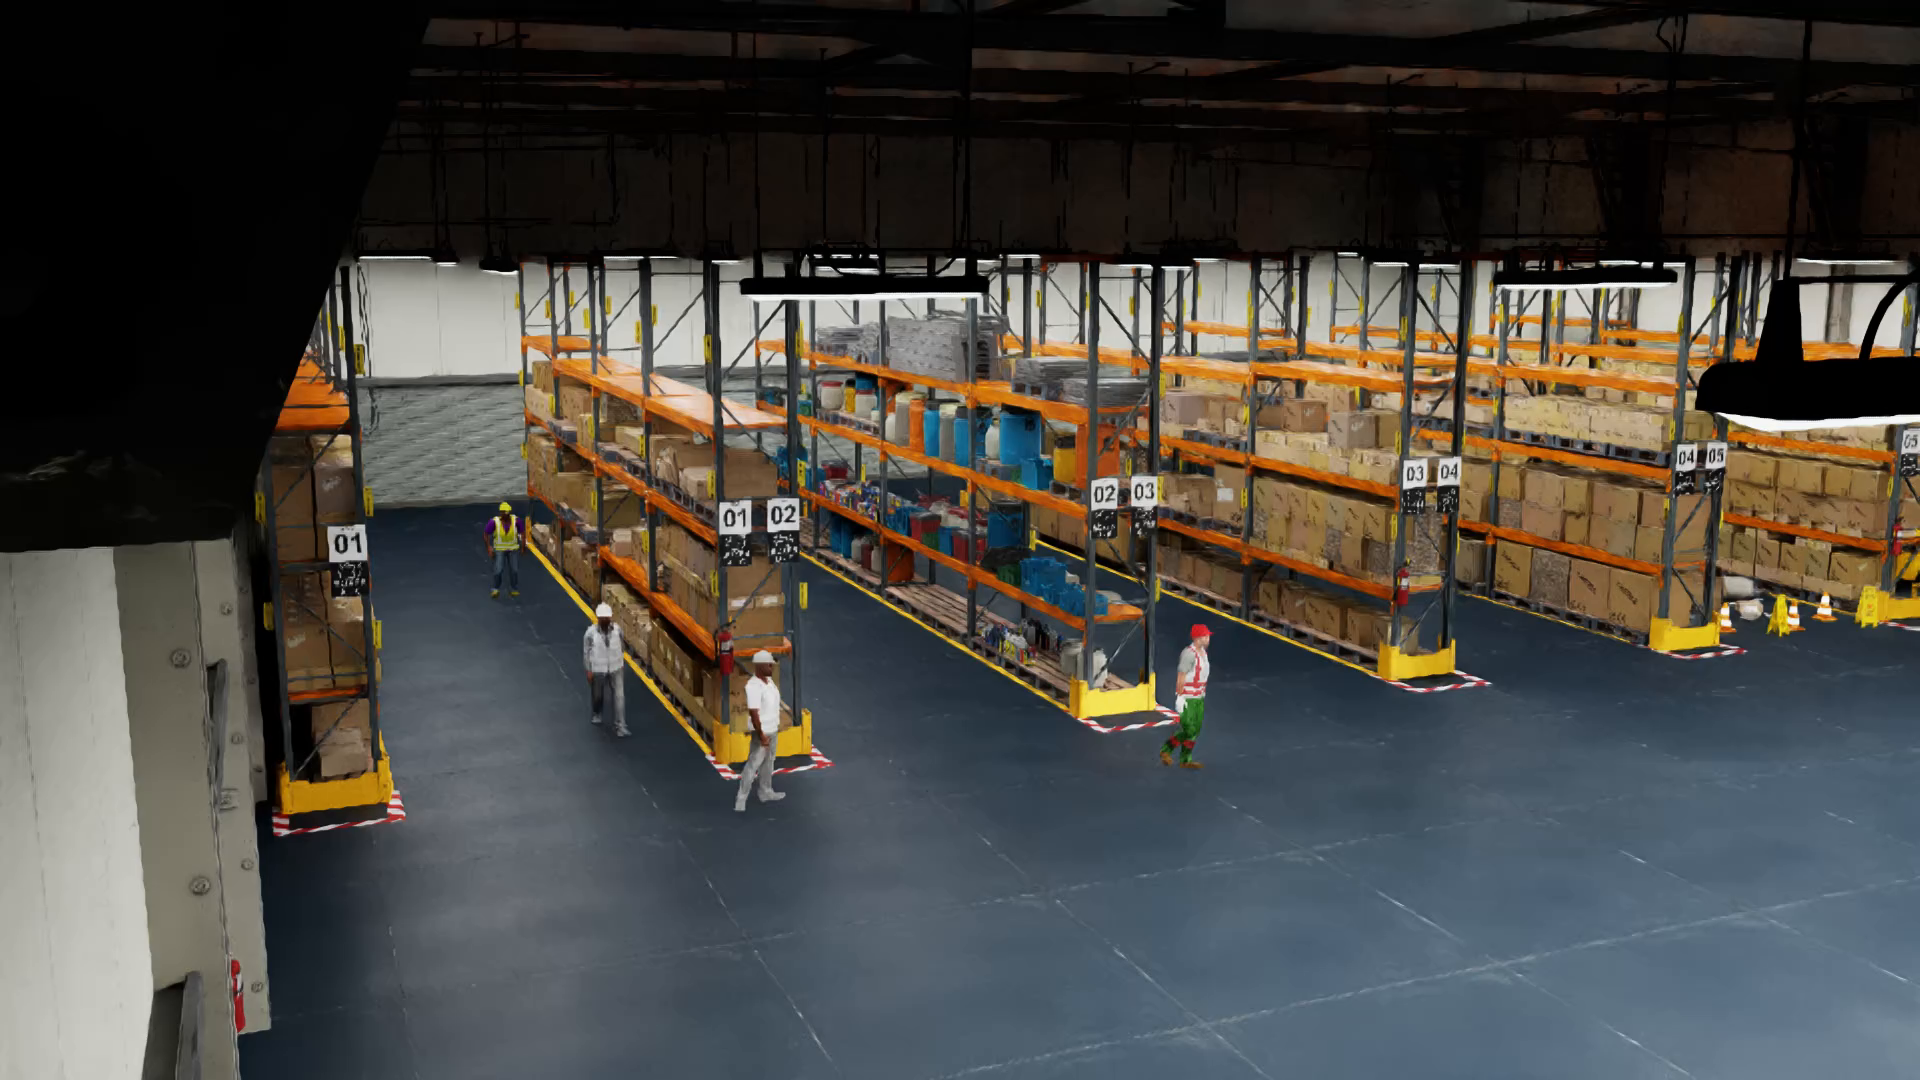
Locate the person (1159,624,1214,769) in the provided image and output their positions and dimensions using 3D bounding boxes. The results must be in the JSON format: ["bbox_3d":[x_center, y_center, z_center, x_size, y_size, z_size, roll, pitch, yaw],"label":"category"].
[{"bbox_3d":[2.712,1.869,19.910,0.573,1.780,0.591,7,12,32],"label":"person"}]

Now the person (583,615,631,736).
[{"bbox_3d":[-4.565,1.653,21.372,0.543,1.648,1.115,-4,11,-20],"label":"person"}]

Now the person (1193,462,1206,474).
[{"bbox_3d":[6.182,-2.345,43.208,0.623,1.650,0.431,9,14,40],"label":"person"}]

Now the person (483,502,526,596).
[{"bbox_3d":[-8.042,0.163,29.432,0.719,1.714,0.578,-5,11,-24],"label":"person"}]

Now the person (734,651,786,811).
[{"bbox_3d":[-2.262,2.119,18.580,0.466,1.767,0.708,3,11,15],"label":"person"}]
